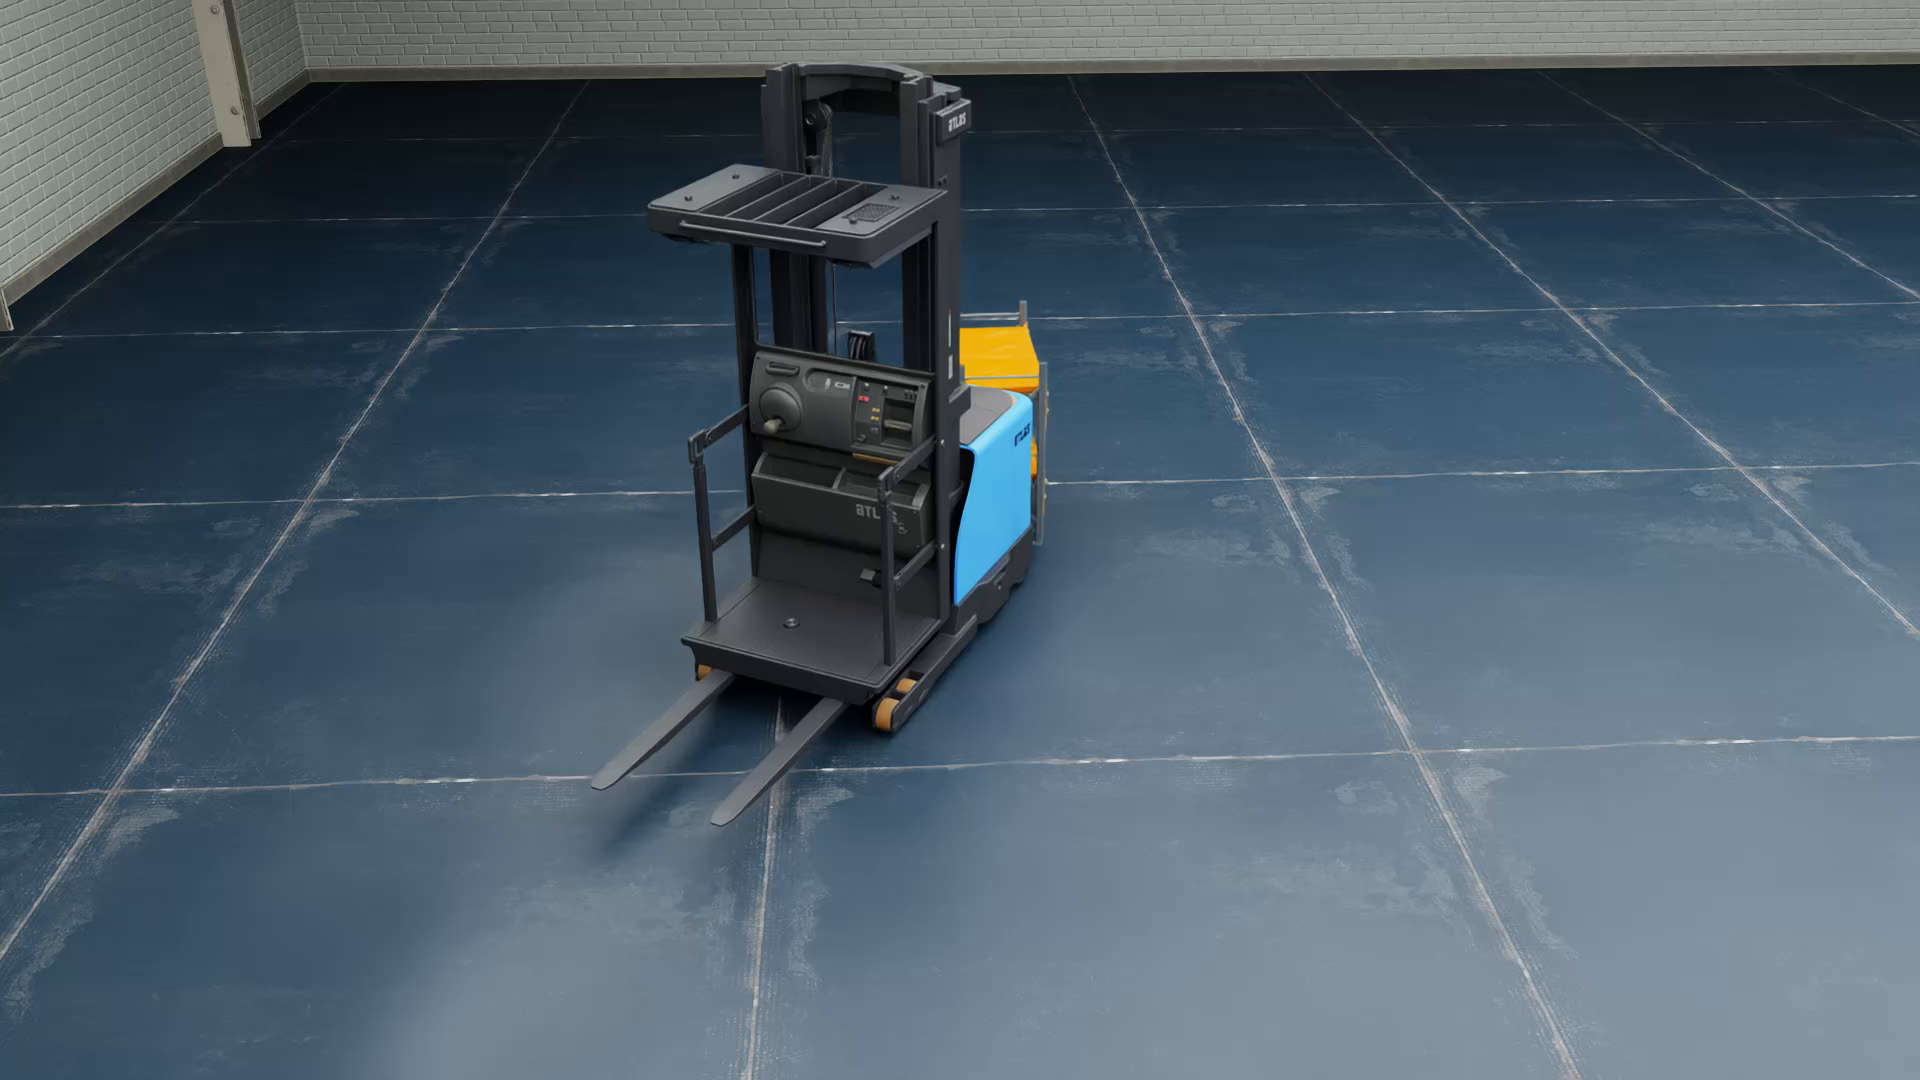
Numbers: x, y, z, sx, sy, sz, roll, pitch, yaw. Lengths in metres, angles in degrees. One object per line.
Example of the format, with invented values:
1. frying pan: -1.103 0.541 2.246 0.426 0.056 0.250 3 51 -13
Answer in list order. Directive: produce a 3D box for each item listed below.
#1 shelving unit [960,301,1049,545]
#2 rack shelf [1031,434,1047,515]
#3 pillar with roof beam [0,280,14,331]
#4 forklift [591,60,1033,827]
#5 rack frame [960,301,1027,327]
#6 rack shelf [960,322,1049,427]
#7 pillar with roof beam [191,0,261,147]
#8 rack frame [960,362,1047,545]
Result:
1. shelving unit: 0.194 -0.706 9.888 0.538 1.125 1.048 -2 28 -4
2. rack shelf: 0.194 -0.490 10.001 0.538 0.278 1.000 -2 28 -4
3. pillar with roof beam: -3.181 -5.642 10.836 9.100 9.000 0.400 -1 28 -3
4. forklift: -0.670 -0.604 7.738 1.130 2.935 3.031 12 30 22
5. rack frame: 0.155 -0.941 10.338 0.500 1.125 0.032 -2 28 -4
6. rack shelf: 0.194 -0.966 9.753 0.538 0.278 1.000 -2 28 -4
7. pillar with roof beam: -3.495 -8.413 16.149 9.100 9.000 0.400 -1 28 -3
8. rack frame: 0.232 -0.472 9.439 0.500 1.125 0.032 -2 28 -4
